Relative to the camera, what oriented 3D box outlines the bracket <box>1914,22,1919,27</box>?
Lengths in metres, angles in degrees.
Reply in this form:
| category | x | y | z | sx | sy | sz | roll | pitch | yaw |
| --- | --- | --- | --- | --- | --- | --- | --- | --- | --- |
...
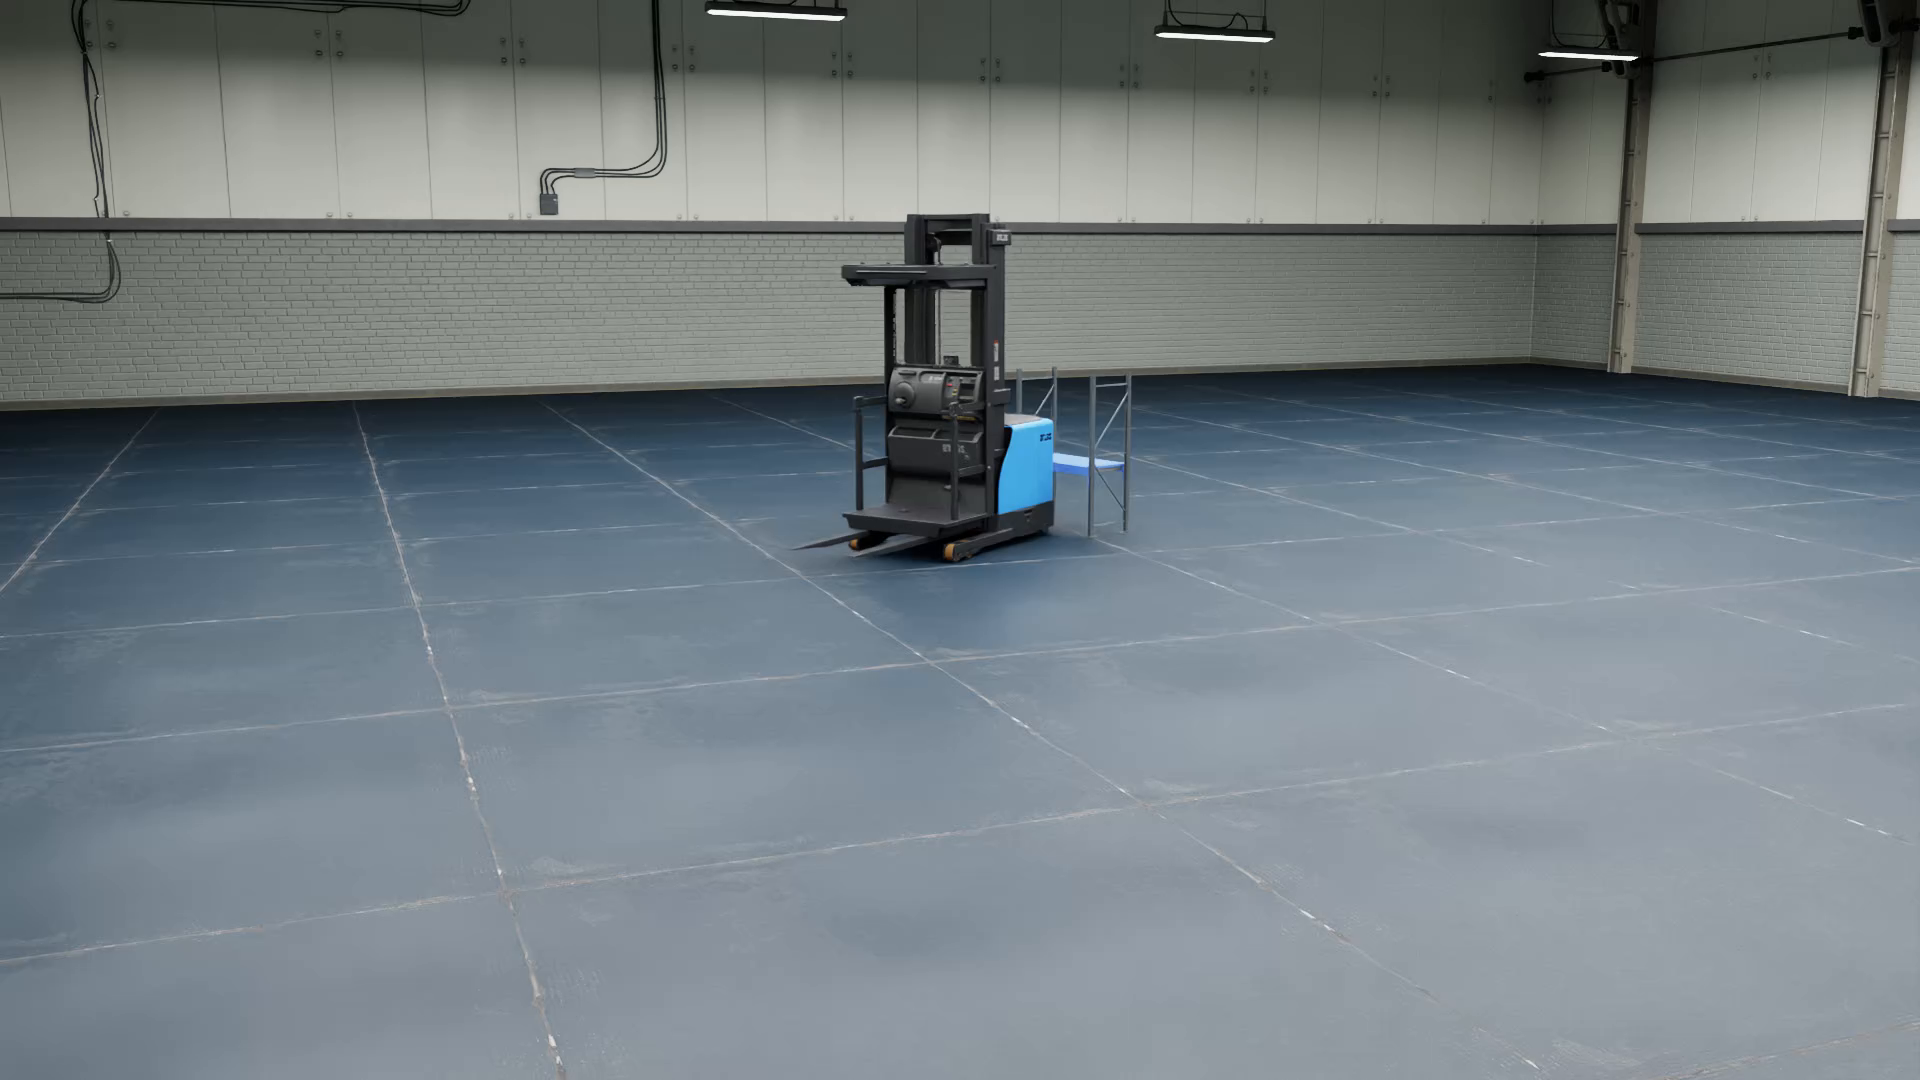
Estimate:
| category | x | y | z | sx | sy | sz | roll | pitch | yaw |
| --- | --- | --- | --- | --- | --- | --- | --- | --- | --- |
| bracket | 16.892 | -8.263 | 25.732 | 0.076 | 0.066 | 4.783 | -4 | 11 | -21 |

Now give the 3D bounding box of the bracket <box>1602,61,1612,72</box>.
| category | x | y | z | sx | sy | sz | roll | pitch | yaw |
| --- | --- | --- | --- | --- | --- | --- | --- | --- | --- |
| bracket | 13.483 | -9.799 | 34.363 | 0.235 | 0.232 | 0.430 | -4 | 11 | -21 |

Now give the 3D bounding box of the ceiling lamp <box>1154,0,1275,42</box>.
| category | x | y | z | sx | sy | sz | roll | pitch | yaw |
| --- | --- | --- | --- | --- | --- | --- | --- | --- | --- |
| ceiling lamp | 3.900 | -9.444 | 25.979 | 2.000 | 3.185 | 0.800 | -4 | 11 | -21 |

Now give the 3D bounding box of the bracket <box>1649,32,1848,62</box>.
| category | x | y | z | sx | sy | sz | roll | pitch | yaw |
| --- | --- | --- | --- | --- | --- | --- | --- | --- | --- |
| bracket | 14.718 | -9.243 | 31.238 | 0.076 | 0.066 | 4.783 | -4 | 11 | -21 |

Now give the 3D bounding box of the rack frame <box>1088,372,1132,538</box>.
| category | x | y | z | sx | sy | sz | roll | pitch | yaw |
| --- | --- | --- | --- | --- | --- | --- | --- | --- | --- |
| rack frame | 1.387 | -0.788 | 15.398 | 0.500 | 1.500 | 0.032 | -8 | 13 | -39 |

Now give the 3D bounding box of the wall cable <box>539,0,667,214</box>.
| category | x | y | z | sx | sy | sz | roll | pitch | yaw |
| --- | --- | --- | --- | --- | --- | --- | --- | --- | --- |
| wall cable | -6.376 | -8.821 | 29.436 | 2.305 | 6.003 | 0.169 | -4 | 11 | -21 |

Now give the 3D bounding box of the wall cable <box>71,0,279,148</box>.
| category | x | y | z | sx | sy | sz | roll | pitch | yaw |
| --- | --- | --- | --- | --- | --- | --- | --- | --- | --- |
| wall cable | -12.708 | -7.677 | 27.156 | 3.097 | 2.526 | 0.112 | -4 | 11 | -21 |

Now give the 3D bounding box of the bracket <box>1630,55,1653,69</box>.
| category | x | y | z | sx | sy | sz | roll | pitch | yaw |
| --- | --- | --- | --- | --- | --- | --- | --- | --- | --- |
| bracket | 13.784 | -9.663 | 33.602 | 0.235 | 0.232 | 0.430 | -4 | 11 | -21 |

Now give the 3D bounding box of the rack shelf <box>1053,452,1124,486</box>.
| category | x | y | z | sx | sy | sz | roll | pitch | yaw |
| --- | --- | --- | --- | --- | --- | --- | --- | --- | --- |
| rack shelf | 1.065 | -0.680 | 15.817 | 0.538 | 0.185 | 1.000 | -8 | 13 | -39 |

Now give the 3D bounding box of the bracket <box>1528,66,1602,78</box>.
| category | x | y | z | sx | sy | sz | roll | pitch | yaw |
| --- | --- | --- | --- | --- | --- | --- | --- | --- | --- |
| bracket | 12.839 | -10.089 | 35.996 | 0.076 | 0.066 | 3.189 | -4 | 11 | -21 |

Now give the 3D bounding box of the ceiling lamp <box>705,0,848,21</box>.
| category | x | y | z | sx | sy | sz | roll | pitch | yaw |
| --- | --- | --- | --- | --- | --- | --- | --- | --- | --- |
| ceiling lamp | -2.680 | -8.996 | 23.460 | 2.000 | 3.185 | 0.800 | -4 | 11 | -21 |

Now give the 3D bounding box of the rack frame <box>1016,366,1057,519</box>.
| category | x | y | z | sx | sy | sz | roll | pitch | yaw |
| --- | --- | --- | --- | --- | --- | --- | --- | --- | --- |
| rack frame | 0.744 | -0.926 | 16.173 | 0.500 | 1.500 | 0.032 | -8 | 13 | -39 |

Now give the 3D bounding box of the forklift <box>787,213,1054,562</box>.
| category | x | y | z | sx | sy | sz | roll | pitch | yaw |
| --- | --- | --- | --- | --- | --- | --- | --- | --- | --- |
| forklift | -0.326 | -1.345 | 14.440 | 1.130 | 2.935 | 3.031 | 6 | 12 | 31 |

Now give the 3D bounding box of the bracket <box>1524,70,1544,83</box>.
| category | x | y | z | sx | sy | sz | roll | pitch | yaw |
| --- | --- | --- | --- | --- | --- | --- | --- | --- | --- |
| bracket | 12.624 | -10.186 | 36.538 | 0.235 | 0.232 | 0.430 | -4 | 11 | -21 |

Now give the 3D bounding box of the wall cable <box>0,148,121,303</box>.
| category | x | y | z | sx | sy | sz | roll | pitch | yaw |
| --- | --- | --- | --- | --- | --- | --- | --- | --- | --- |
| wall cable | -15.230 | -5.018 | 26.633 | 3.097 | 2.526 | 0.112 | -4 | 11 | -21 |

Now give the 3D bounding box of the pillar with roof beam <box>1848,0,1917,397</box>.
| category | x | y | z | sx | sy | sz | roll | pitch | yaw |
| --- | --- | --- | --- | --- | --- | --- | --- | --- | --- |
| pillar with roof beam | 12.126 | -6.729 | 27.383 | 9.100 | 9.000 | 0.548 | -4 | 11 | -21 |

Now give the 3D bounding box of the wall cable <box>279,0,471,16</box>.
| category | x | y | z | sx | sy | sz | roll | pitch | yaw |
| --- | --- | --- | --- | --- | --- | --- | --- | --- | --- |
| wall cable | -9.824 | -10.112 | 27.862 | 3.097 | 2.526 | 0.112 | -4 | 11 | -21 |

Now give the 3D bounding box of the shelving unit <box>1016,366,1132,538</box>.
| category | x | y | z | sx | sy | sz | roll | pitch | yaw |
| --- | --- | --- | --- | --- | --- | --- | --- | --- | --- |
| shelving unit | 1.065 | -0.857 | 15.786 | 0.538 | 1.500 | 1.048 | -8 | 13 | -39 |

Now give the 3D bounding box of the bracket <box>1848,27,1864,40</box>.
| category | x | y | z | sx | sy | sz | roll | pitch | yaw |
| --- | --- | --- | --- | --- | --- | --- | --- | --- | --- |
| bracket | 15.658 | -8.819 | 28.858 | 0.235 | 0.232 | 0.430 | -4 | 11 | -21 |

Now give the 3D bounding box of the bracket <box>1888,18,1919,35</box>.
| category | x | y | z | sx | sy | sz | roll | pitch | yaw |
| --- | --- | --- | --- | --- | --- | --- | --- | --- | --- |
| bracket | 15.958 | -8.684 | 28.096 | 0.235 | 0.232 | 0.430 | -4 | 11 | -21 |

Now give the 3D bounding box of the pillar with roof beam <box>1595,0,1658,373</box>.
| category | x | y | z | sx | sy | sz | roll | pitch | yaw |
| --- | --- | --- | --- | --- | --- | --- | --- | --- | --- |
| pillar with roof beam | 9.952 | -7.708 | 32.889 | 9.100 | 9.000 | 0.548 | -4 | 11 | -21 |

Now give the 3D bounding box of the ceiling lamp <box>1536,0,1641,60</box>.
| category | x | y | z | sx | sy | sz | roll | pitch | yaw |
| --- | --- | --- | --- | --- | --- | --- | --- | --- | --- |
| ceiling lamp | 10.741 | -9.910 | 28.598 | 2.000 | 3.185 | 0.800 | -4 | 11 | -21 |
